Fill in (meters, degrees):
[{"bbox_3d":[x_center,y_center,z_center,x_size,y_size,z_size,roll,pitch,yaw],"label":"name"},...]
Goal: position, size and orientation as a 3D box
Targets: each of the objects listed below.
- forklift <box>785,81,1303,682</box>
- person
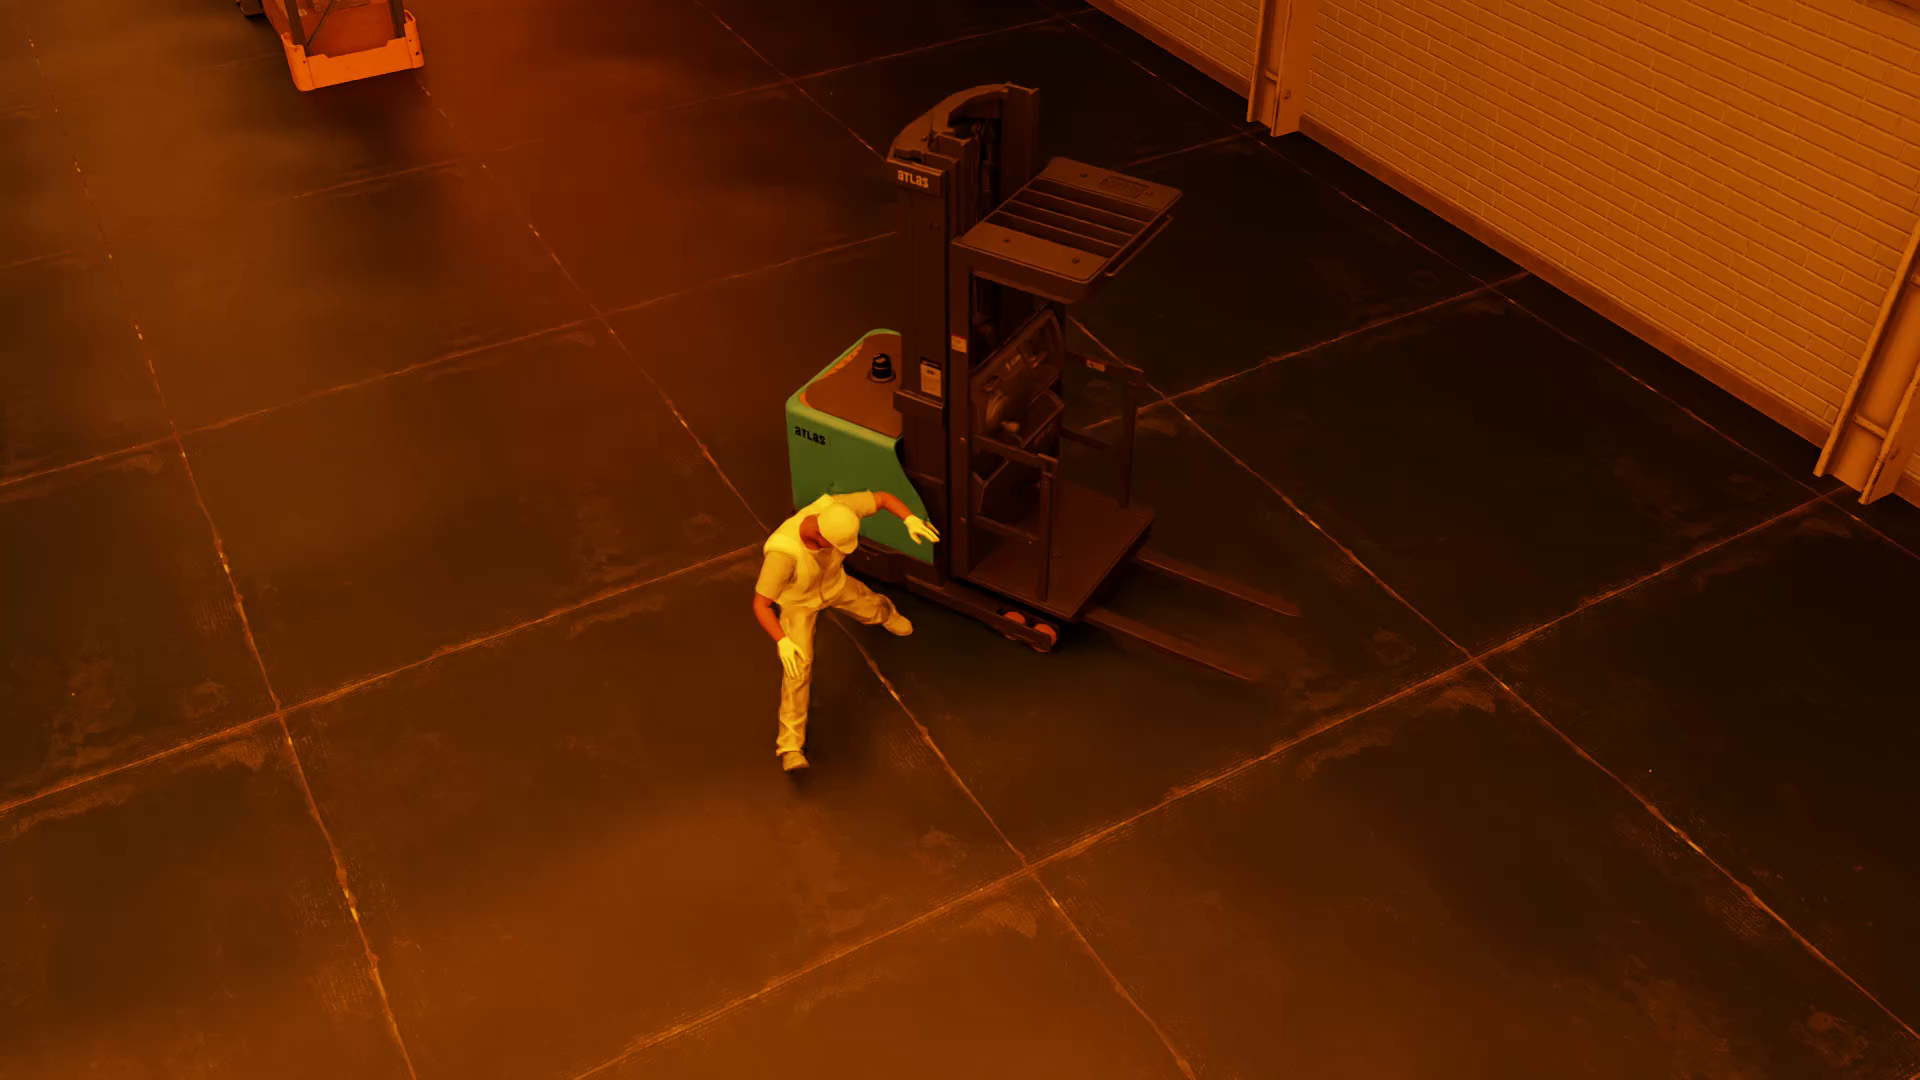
[{"bbox_3d":[0.495,-0.874,9.090,3.031,2.935,1.130,21,44,24],"label":"forklift"},{"bbox_3d":[-0.645,0.333,8.839,1.253,1.420,0.974,-25,46,-27],"label":"person"}]
